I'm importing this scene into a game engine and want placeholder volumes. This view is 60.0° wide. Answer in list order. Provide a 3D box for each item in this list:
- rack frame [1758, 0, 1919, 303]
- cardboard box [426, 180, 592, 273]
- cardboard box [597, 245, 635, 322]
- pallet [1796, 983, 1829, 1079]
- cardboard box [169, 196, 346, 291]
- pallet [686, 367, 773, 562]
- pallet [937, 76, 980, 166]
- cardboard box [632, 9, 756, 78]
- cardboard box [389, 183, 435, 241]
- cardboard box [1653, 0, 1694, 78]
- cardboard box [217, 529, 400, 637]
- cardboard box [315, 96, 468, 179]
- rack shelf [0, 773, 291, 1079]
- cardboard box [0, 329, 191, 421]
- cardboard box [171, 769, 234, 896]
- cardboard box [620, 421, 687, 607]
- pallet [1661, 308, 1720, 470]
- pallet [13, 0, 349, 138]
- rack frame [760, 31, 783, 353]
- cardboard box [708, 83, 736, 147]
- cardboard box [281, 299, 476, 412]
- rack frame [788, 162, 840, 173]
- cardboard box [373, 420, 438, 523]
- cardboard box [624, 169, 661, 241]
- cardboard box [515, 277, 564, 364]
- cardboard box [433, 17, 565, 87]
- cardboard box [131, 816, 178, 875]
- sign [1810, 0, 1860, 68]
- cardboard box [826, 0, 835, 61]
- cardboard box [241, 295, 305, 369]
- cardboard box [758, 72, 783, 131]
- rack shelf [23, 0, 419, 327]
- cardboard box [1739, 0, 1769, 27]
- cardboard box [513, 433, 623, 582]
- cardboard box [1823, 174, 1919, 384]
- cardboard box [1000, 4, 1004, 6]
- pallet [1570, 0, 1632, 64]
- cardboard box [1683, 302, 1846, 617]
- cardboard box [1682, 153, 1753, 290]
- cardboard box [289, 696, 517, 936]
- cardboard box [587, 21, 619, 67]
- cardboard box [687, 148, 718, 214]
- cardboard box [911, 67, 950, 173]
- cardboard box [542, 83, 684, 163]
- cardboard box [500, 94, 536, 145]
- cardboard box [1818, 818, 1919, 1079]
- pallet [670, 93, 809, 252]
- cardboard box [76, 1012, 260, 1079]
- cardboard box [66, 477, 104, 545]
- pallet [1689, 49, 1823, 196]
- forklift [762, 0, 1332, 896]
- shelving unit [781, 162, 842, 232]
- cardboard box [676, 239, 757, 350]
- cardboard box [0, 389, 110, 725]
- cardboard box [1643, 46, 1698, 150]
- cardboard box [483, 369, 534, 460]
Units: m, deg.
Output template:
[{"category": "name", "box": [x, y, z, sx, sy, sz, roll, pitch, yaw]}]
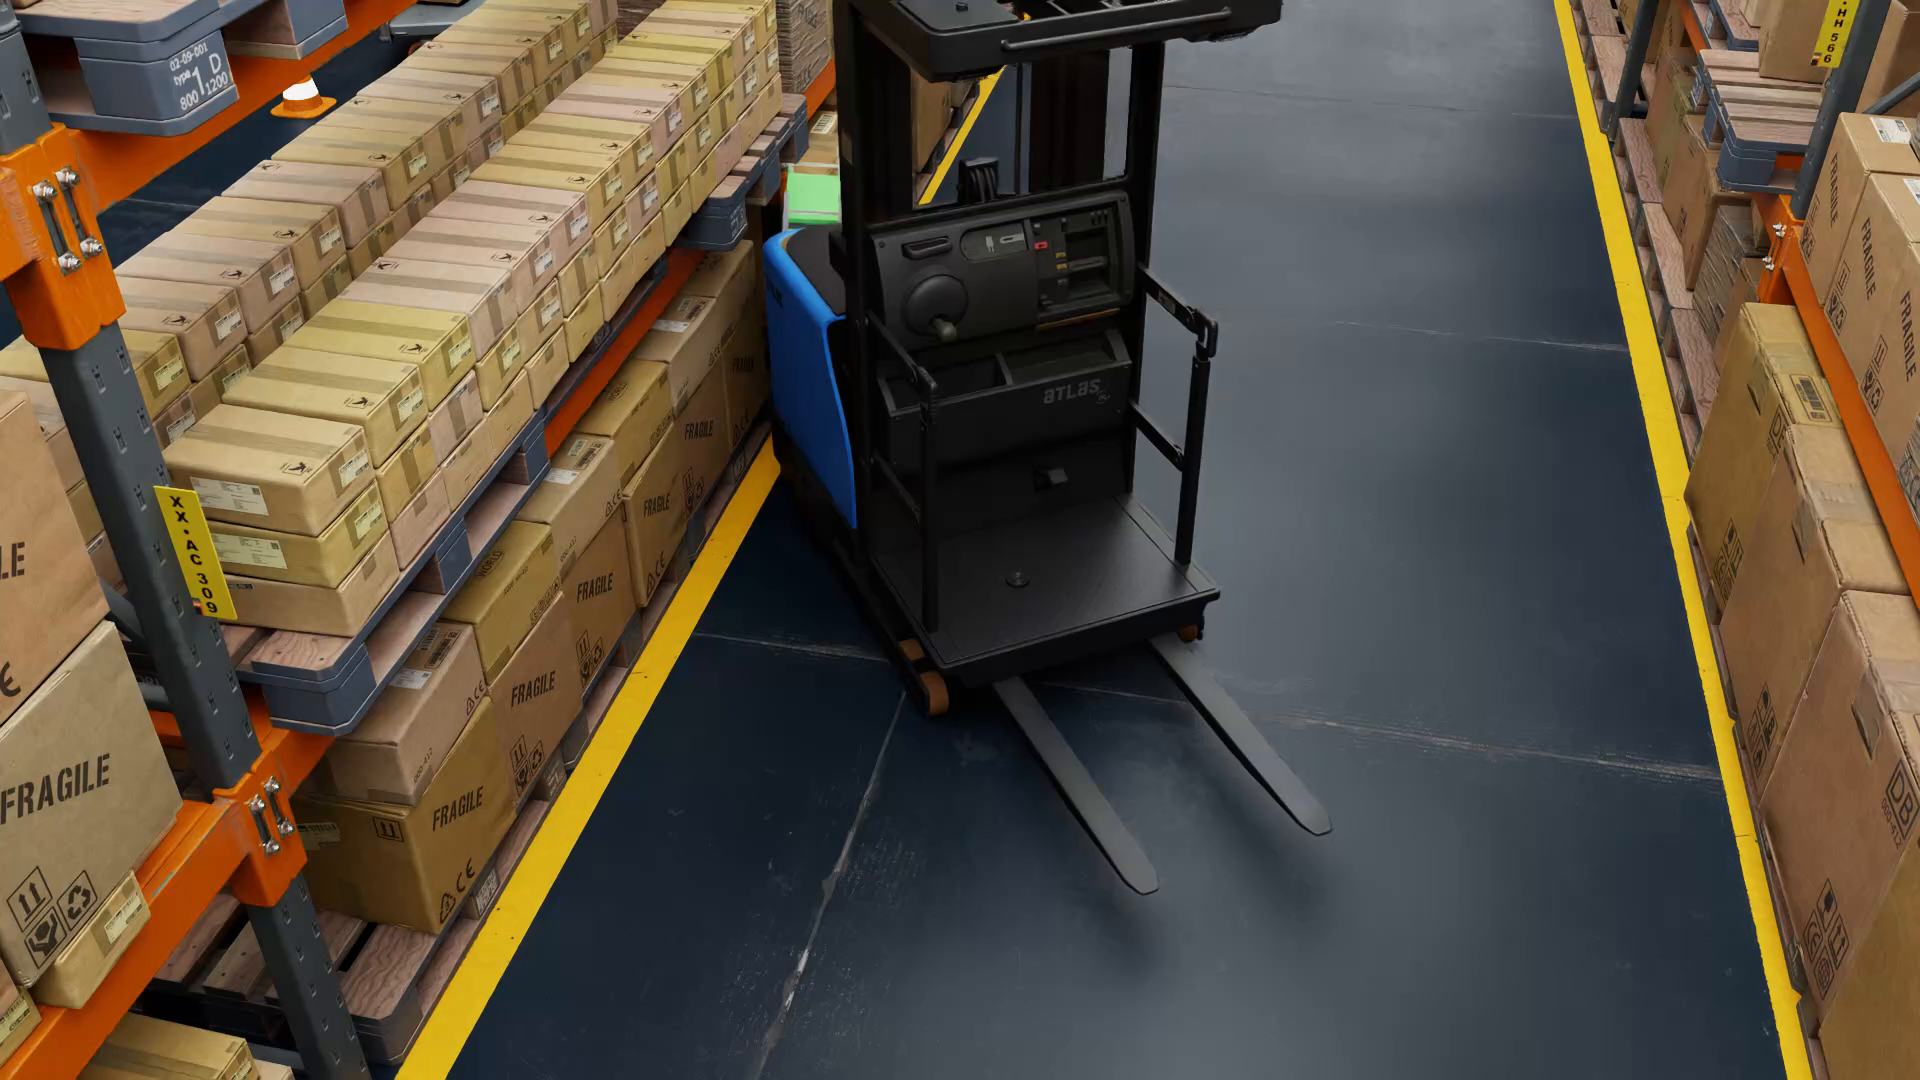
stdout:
[{"category": "rack frame", "box": [3.575, -1.297, 5.984, 1.000, 3.000, 0.127, 7, 37, 10]}, {"category": "cardboard box", "box": [-1.294, -0.902, 4.788, 0.380, 0.149, 0.250, 9, 37, 12]}, {"category": "cardboard box", "box": [-1.239, -0.813, 5.172, 0.380, 0.149, 0.250, 6, 36, 8]}, {"category": "pallet", "box": [2.812, 1.673, 4.261, 1.003, 0.211, 1.213, 7, 37, 10]}, {"category": "cardboard box", "box": [-1.982, -0.840, 4.703, 0.380, 0.149, 0.250, 6, 36, 8]}, {"category": "pallet", "box": [-1.417, -0.400, 7.122, 1.003, 0.211, 1.213, 7, 37, 10]}, {"category": "pallet", "box": [-0.485, -2.689, 10.280, 1.003, 0.211, 1.213, 7, 37, 10]}, {"category": "cardboard box", "box": [-0.961, -1.804, 6.032, 0.380, 0.149, 0.250, 7, 36, 9]}, {"category": "cardboard box", "box": [-1.875, -1.020, 5.204, 0.380, 0.149, 0.250, 9, 37, 12]}, {"category": "cardboard box", "box": [4.554, -2.973, 10.067, 0.500, 0.500, 0.500, 6, 36, 9]}, {"category": "cardboard box", "box": [-1.569, 0.080, 3.940, 0.380, 0.149, 0.250, 6, 36, 8]}, {"category": "cardboard box", "box": [-1.816, -1.292, 5.325, 0.380, 0.149, 0.250, 8, 37, 11]}, {"category": "rack shelf", "box": [-2.530, 1.754, 2.386, 1.077, 0.370, 4.000, 7, 37, 10]}, {"category": "cardboard box", "box": [-2.151, -0.402, 4.097, 0.380, 0.149, 0.250, 6, 36, 9]}, {"category": "cardboard box", "box": [-2.191, 0.703, 4.997, 0.500, 0.500, 0.500, 7, 36, 9]}, {"category": "cardboard box", "box": [-1.345, -0.122, 6.135, 0.500, 0.500, 0.500, 6, 36, 8]}, {"category": "pallet", "box": [3.744, -0.616, 7.420, 1.003, 0.211, 1.213, 7, 37, 10]}, {"category": "pallet", "box": [-1.867, -1.163, 3.402, 1.213, 0.211, 1.003, 7, 37, 10]}, {"category": "rack frame", "box": [-1.249, -1.977, 6.921, 1.000, 3.000, 0.127, 7, 37, 10]}, {"category": "cardboard box", "box": [-1.018, -1.521, 5.895, 0.380, 0.149, 0.250, 8, 37, 11]}, {"category": "cardboard box", "box": [-1.458, -0.468, 4.189, 0.380, 0.149, 0.250, 8, 37, 10]}, {"category": "rack frame", "box": [-0.645, -1.162, 7.318, 0.240, 1.200, 0.015, 3, 35, -5]}, {"category": "cardboard box", "box": [-1.516, -0.189, 4.058, 0.380, 0.149, 0.250, 7, 36, 9]}, {"category": "cardboard box", "box": [-1.183, -1.085, 5.294, 0.380, 0.149, 0.250, 8, 37, 11]}, {"category": "cardboard box", "box": [-1.351, -0.641, 4.682, 0.380, 0.149, 0.250, 9, 37, 12]}, {"category": "cardboard box", "box": [-1.648, -1.751, 5.959, 0.380, 0.149, 0.250, 7, 37, 10]}, {"category": "cardboard box", "box": [-1.935, 0.611, 3.565, 0.380, 0.149, 0.250, 7, 37, 9]}, {"category": "sign", "box": [3.043, -1.796, 5.753, 0.100, 0.325, 0.005, 7, 37, 10]}, {"category": "cardboard box", "box": [-0.783, -2.533, 7.603, 0.500, 0.500, 0.500, 7, 37, 10]}, {"category": "cardboard box", "box": [-2.046, -0.576, 4.591, 0.380, 0.149, 0.250, 6, 36, 8]}, {"category": "cardboard box", "box": [-0.905, -1.705, 6.402, 0.380, 0.149, 0.250, 8, 37, 11]}, {"category": "rack shelf", "box": [-1.676, -1.753, 4.670, 1.077, 0.370, 4.000, 7, 37, 10]}, {"category": "cardboard box", "box": [3.668, -2.403, 7.266, 0.396, 0.266, 0.258, 6, 36, 9]}, {"category": "cardboard box", "box": [-1.462, -0.133, 5.511, 0.500, 0.250, 0.500, 9, 37, 12]}, {"category": "cardboard box", "box": [3.098, -0.797, 5.209, 0.500, 0.500, 0.500, 6, 36, 9]}, {"category": "cardboard box", "box": [-0.191, -3.931, 11.071, 0.875, 0.875, 0.875, 8, 37, 11]}, {"category": "pallet", "box": [4.797, -3.552, 11.471, 1.003, 0.211, 1.213, 7, 37, 10]}, {"category": "cardboard box", "box": [3.408, -0.214, 5.942, 1.225, 0.875, 0.875, 6, 36, 8]}, {"category": "cardboard box", "box": [3.919, -1.495, 8.012, 0.700, 0.500, 0.500, 10, 37, 14]}, {"category": "cardboard box", "box": [-1.686, 0.768, 4.906, 0.500, 0.500, 0.500, 9, 37, 12]}, {"category": "cardboard box", "box": [-1.548, -1.914, 6.437, 0.380, 0.149, 0.250, 9, 37, 12]}, {"category": "cardboard box", "box": [-1.071, -1.273, 5.806, 0.380, 0.149, 0.250, 7, 36, 9]}, {"category": "cardboard box", "box": [-0.649, -2.609, 9.353, 1.050, 0.750, 0.750, 7, 37, 10]}, {"category": "cardboard box", "box": [-1.128, -1.363, 5.423, 0.380, 0.149, 0.250, 7, 37, 10]}, {"category": "cardboard box", "box": [-1.711, -1.460, 5.811, 0.380, 0.149, 0.250, 7, 37, 10]}, {"category": "cardboard box", "box": [2.838, 1.317, 3.830, 1.225, 0.875, 0.875, 7, 37, 10]}, {"category": "pallet", "box": [-1.297, -1.477, 6.396, 1.213, 0.211, 1.003, 7, 37, 10]}, {"category": "cardboard box", "box": [-1.925, 1.296, 3.970, 0.380, 0.149, 0.250, 8, 37, 11]}, {"category": "cardboard box", "box": [-2.211, -0.125, 3.969, 0.380, 0.149, 0.250, 8, 37, 11]}, {"category": "pallet", "box": [3.624, -1.641, 6.622, 1.213, 0.211, 1.003, 7, 37, 10]}, {"category": "forklift", "box": [0.247, -0.849, 5.423, 1.130, 2.935, 3.031, -14, 38, -19]}, {"category": "shelving unit", "box": [-0.635, -1.022, 7.118, 0.258, 1.200, 0.503, 3, 35, -5]}, {"category": "cardboard box", "box": [-1.138, -1.013, 6.725, 0.500, 0.250, 0.500, 6, 36, 9]}, {"category": "cardboard box", "box": [-1.939, 0.054, 2.929, 0.500, 0.500, 0.500, 6, 36, 8]}, {"category": "cardboard box", "box": [4.278, -2.407, 9.270, 0.700, 0.500, 0.500, 5, 36, 6]}, {"category": "cardboard box", "box": [-1.404, -0.366, 4.556, 0.380, 0.149, 0.250, 8, 37, 10]}]
